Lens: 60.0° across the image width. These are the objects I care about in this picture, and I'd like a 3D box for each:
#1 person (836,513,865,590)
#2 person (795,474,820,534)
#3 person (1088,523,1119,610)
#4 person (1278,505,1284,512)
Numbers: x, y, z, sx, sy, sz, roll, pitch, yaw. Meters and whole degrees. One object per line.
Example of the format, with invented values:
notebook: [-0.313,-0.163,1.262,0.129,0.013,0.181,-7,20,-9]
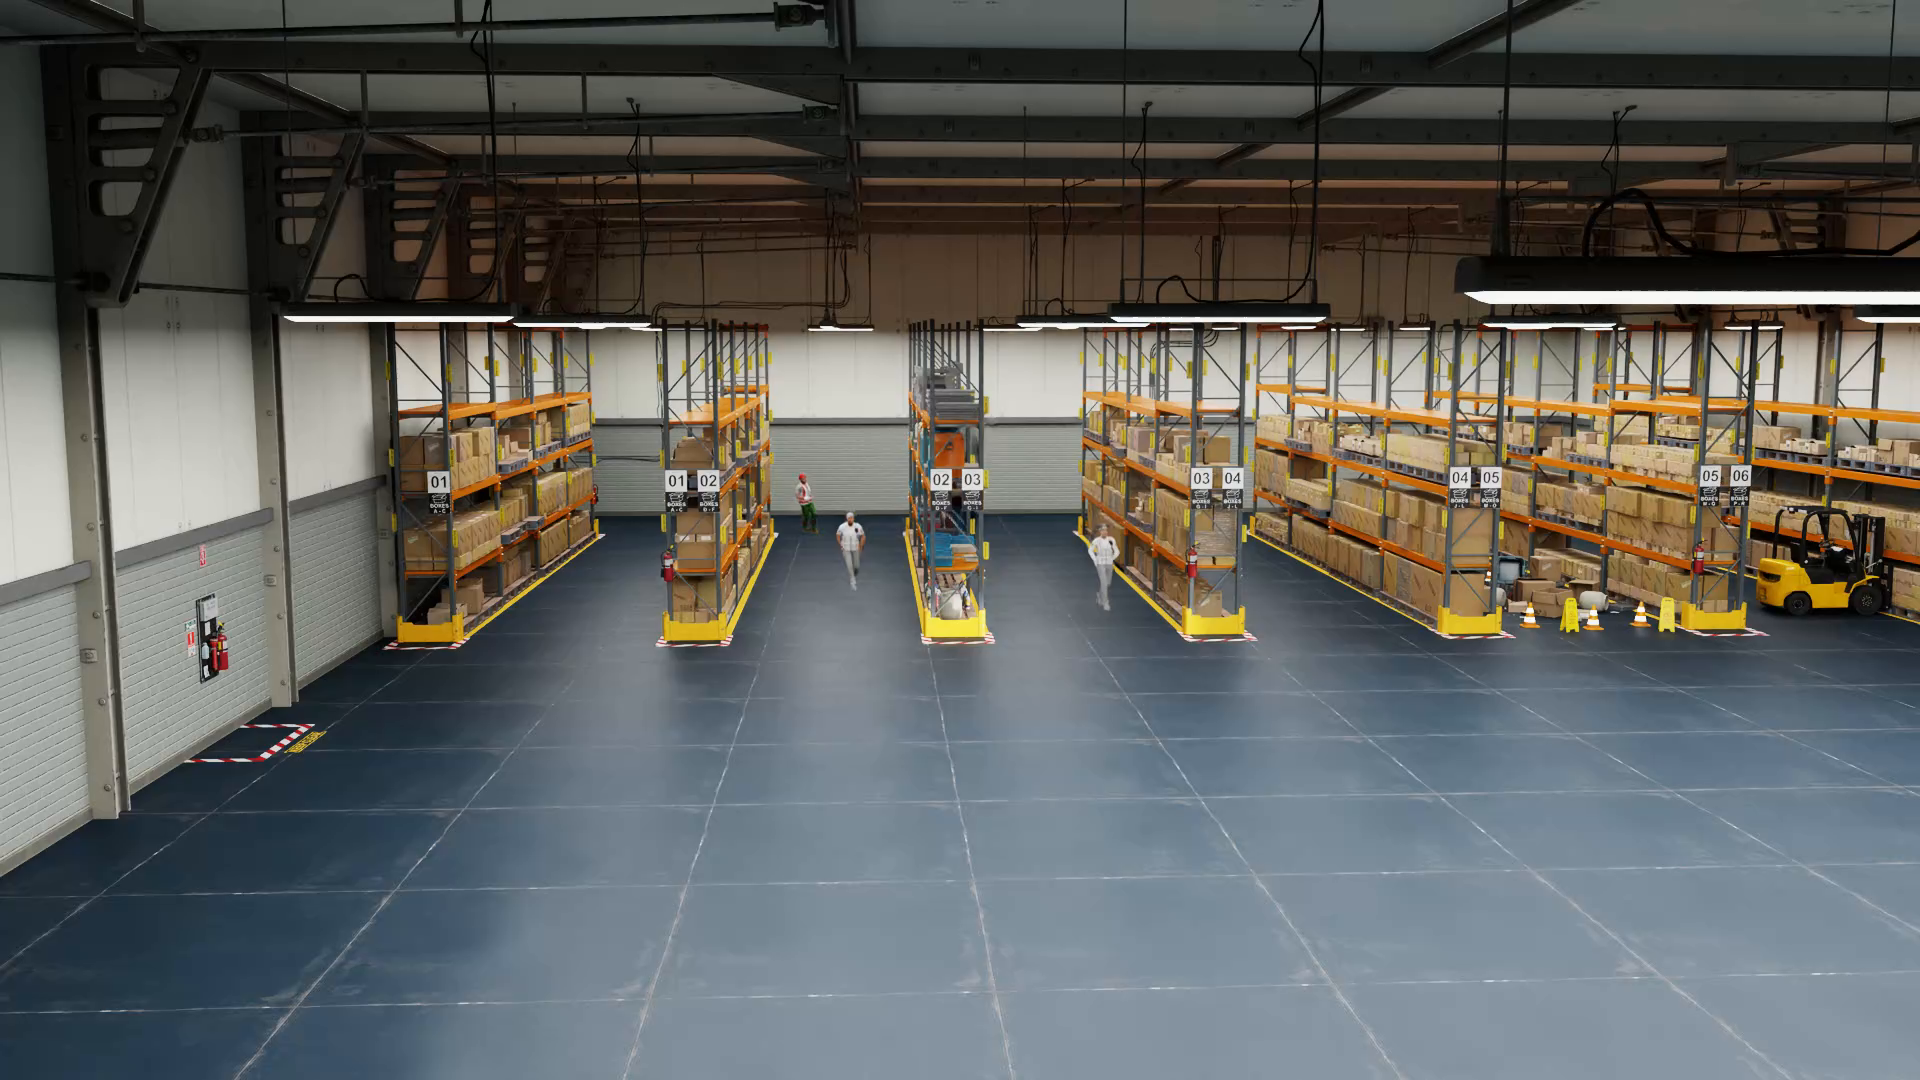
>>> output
person: [-2.348,0.222,35.758,0.621,1.647,0.576,-1,7,-8]
person: [-4.480,-1.019,47.818,0.627,1.813,0.744,6,9,41]
person: [2.890,0.510,33.203,0.611,1.713,0.703,-1,7,-11]
person: [9.699,-1.109,49.234,0.475,1.576,0.838,6,9,40]
